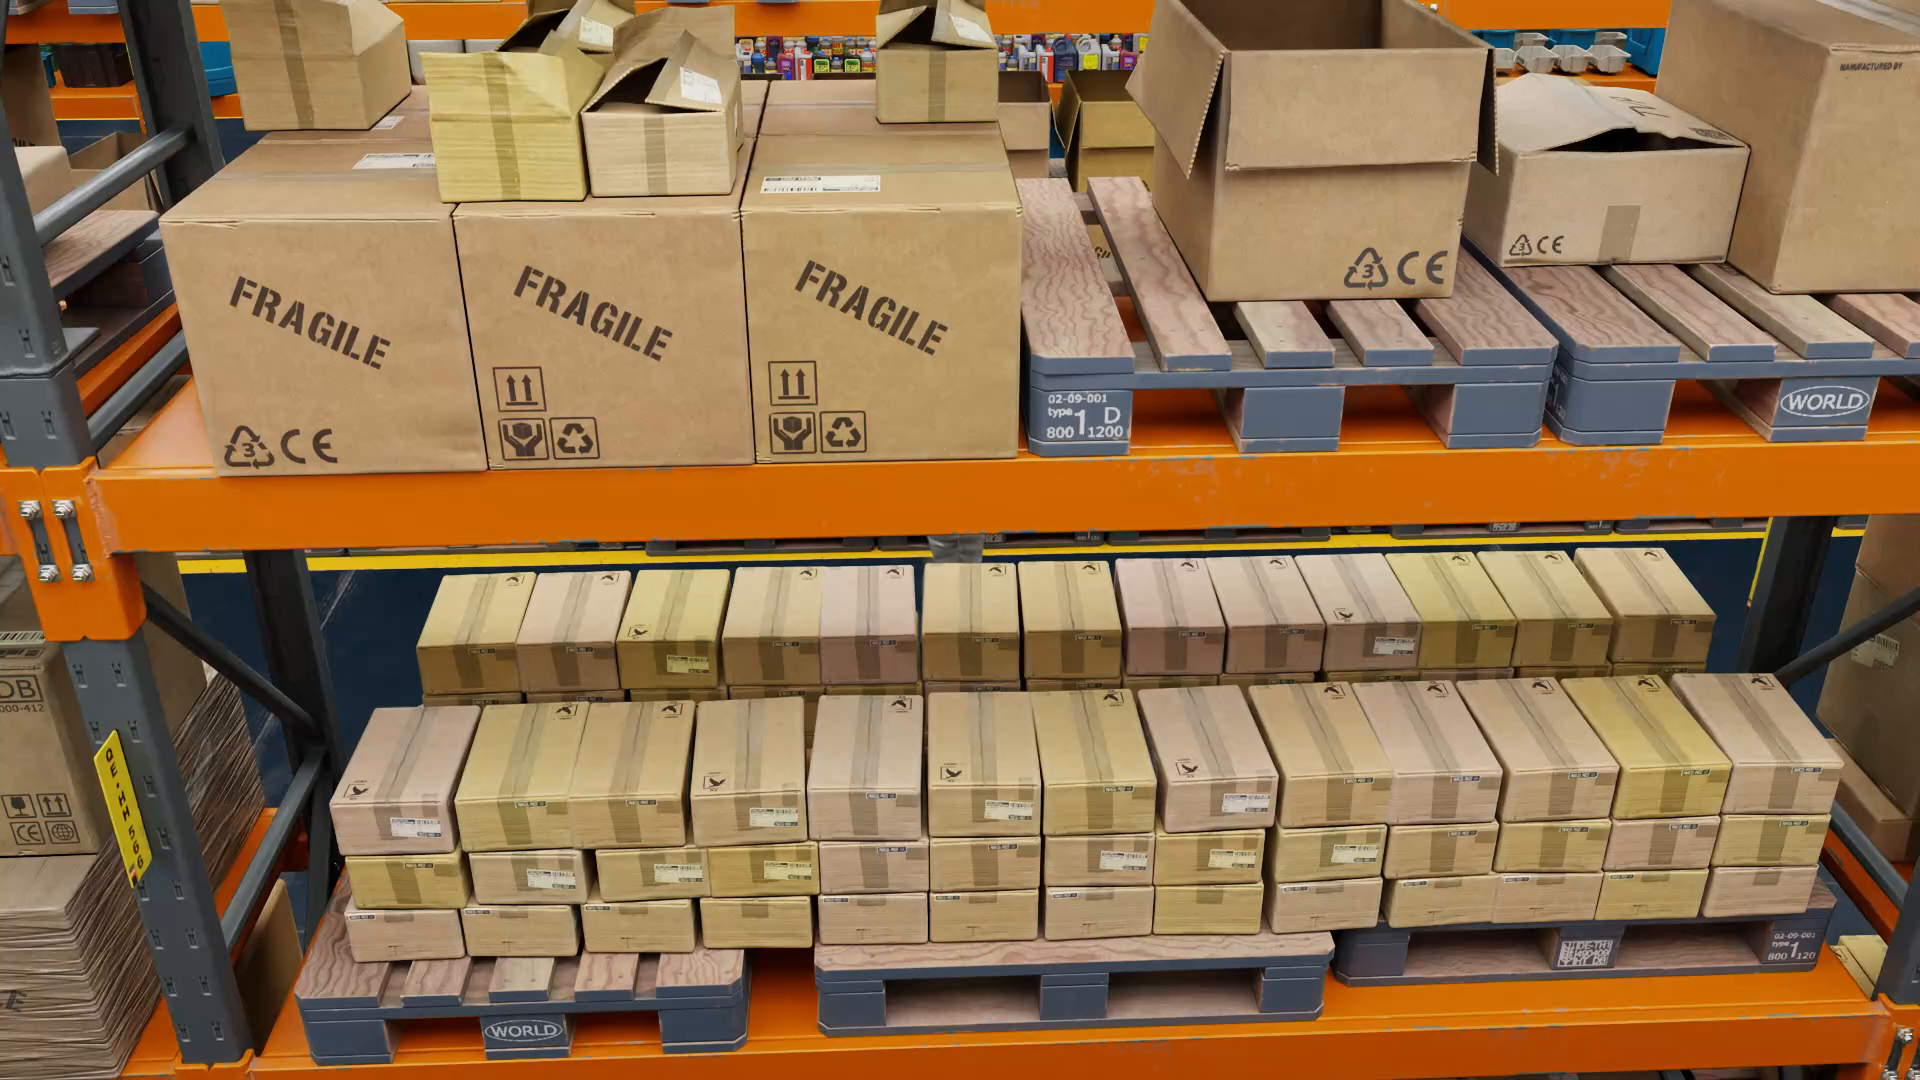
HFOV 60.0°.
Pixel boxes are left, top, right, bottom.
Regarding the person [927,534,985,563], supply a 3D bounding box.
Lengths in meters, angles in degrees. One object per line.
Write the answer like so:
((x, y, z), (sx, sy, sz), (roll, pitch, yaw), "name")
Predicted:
((-0.015, -0.188, 7.482), (0.390, 1.660, 0.467), (-1, 28, -1), "person")
